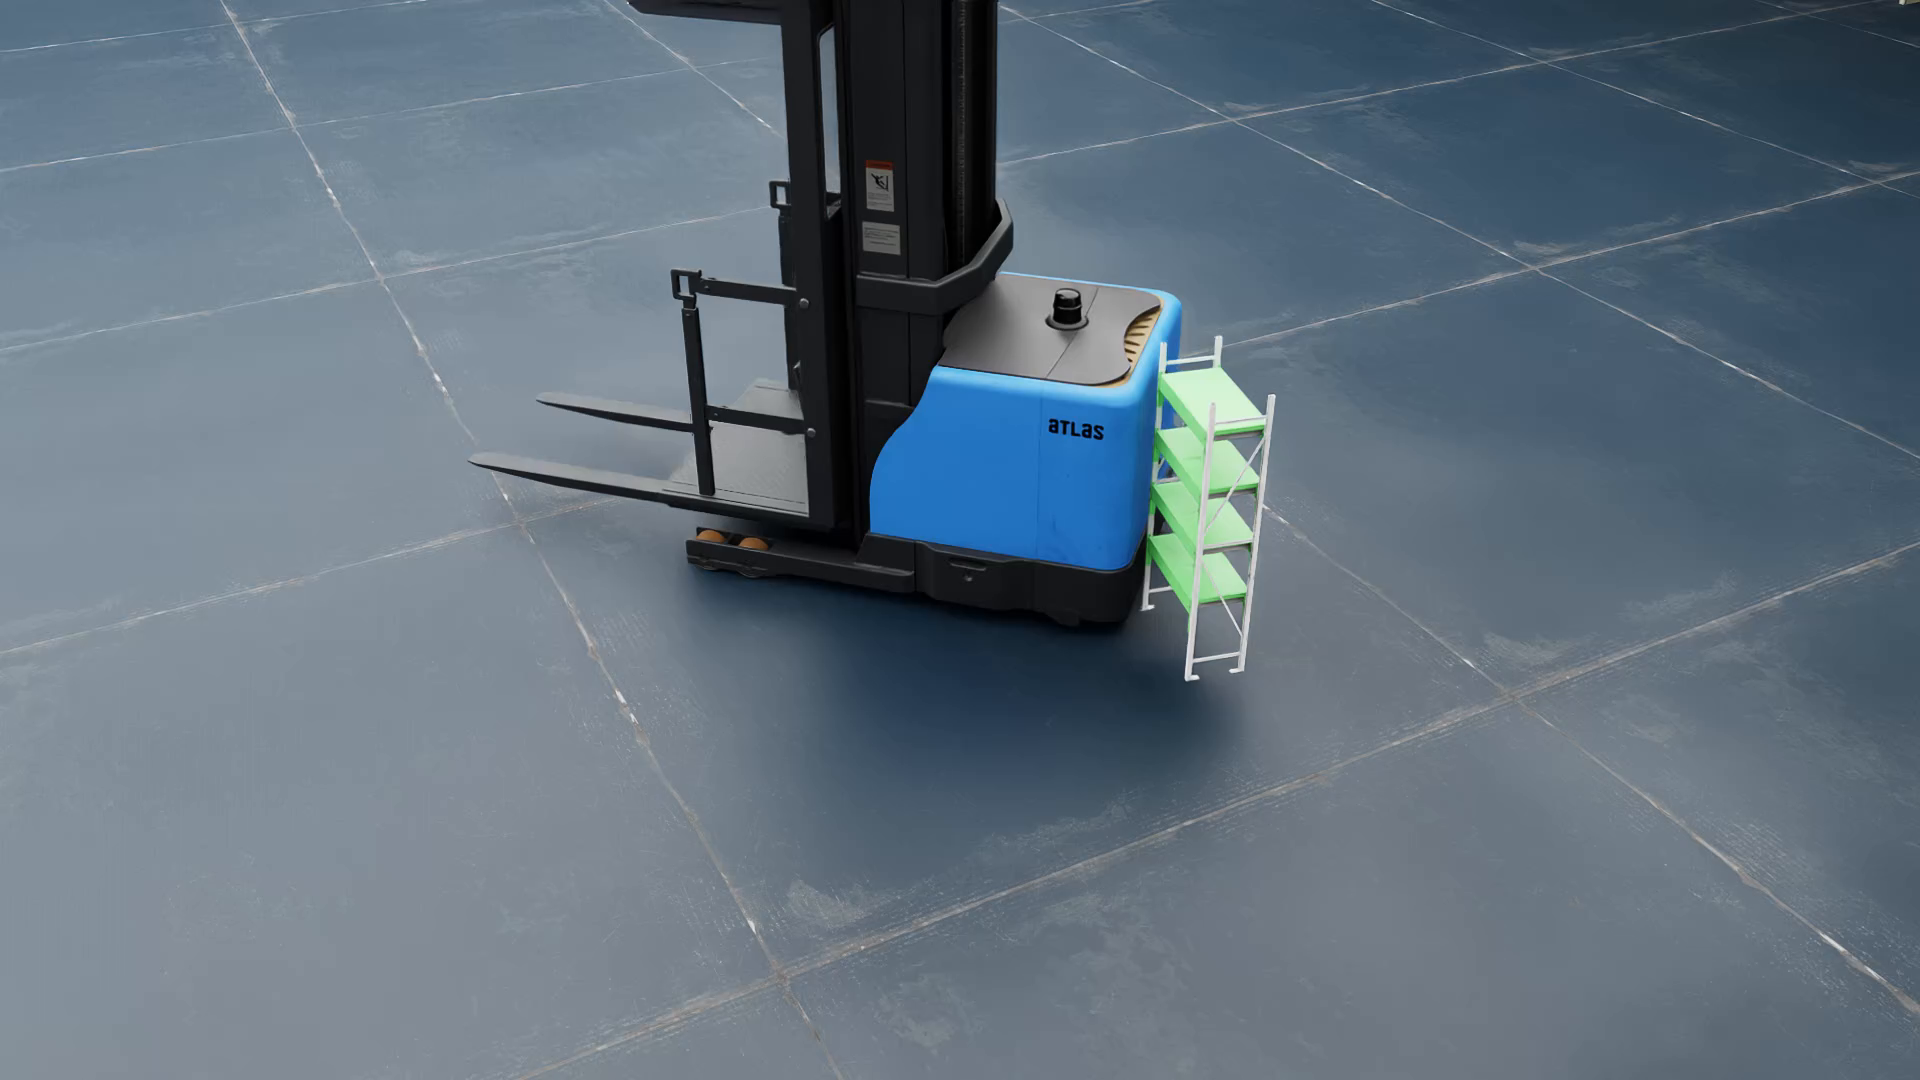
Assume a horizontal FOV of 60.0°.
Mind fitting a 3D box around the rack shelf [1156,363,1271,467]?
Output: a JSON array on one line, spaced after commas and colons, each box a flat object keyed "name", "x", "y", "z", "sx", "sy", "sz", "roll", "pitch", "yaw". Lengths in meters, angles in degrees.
[{"name": "rack shelf", "x": 0.923, "y": -0.462, "z": 6.087, "sx": 0.258, "sy": 0.148, "sz": 0.480, "roll": -8, "pitch": 33, "yaw": -12}]

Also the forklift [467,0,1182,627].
[{"name": "forklift", "x": -0.648, "y": -1.337, "z": 6.620, "sx": 3.031, "sy": 2.935, "sz": 1.130, "roll": 9, "pitch": 34, "yaw": 14}]

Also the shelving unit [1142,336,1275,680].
[{"name": "shelving unit", "x": 0.923, "y": -0.112, "z": 6.312, "sx": 0.258, "sy": 1.200, "sz": 0.503, "roll": -8, "pitch": 33, "yaw": -12}]

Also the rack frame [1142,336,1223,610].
[{"name": "rack frame", "x": 0.862, "y": -0.239, "z": 6.511, "sx": 0.240, "sy": 1.200, "sz": 0.015, "roll": -8, "pitch": 33, "yaw": -12}]

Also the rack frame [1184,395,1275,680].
[{"name": "rack frame", "x": 0.984, "y": 0.016, "z": 6.113, "sx": 0.240, "sy": 1.200, "sz": 0.015, "roll": -8, "pitch": 33, "yaw": -12}]

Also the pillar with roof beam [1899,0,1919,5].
[{"name": "pillar with roof beam", "x": 4.510, "y": -7.531, "z": 10.664, "sx": 9.100, "sy": 9.000, "sz": 0.400, "roll": -16, "pitch": 36, "yaw": -23}]

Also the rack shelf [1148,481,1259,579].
[{"name": "rack shelf", "x": 0.923, "y": -0.058, "z": 6.346, "sx": 0.258, "sy": 0.148, "sz": 0.480, "roll": -8, "pitch": 33, "yaw": -12}]

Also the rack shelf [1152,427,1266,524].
[{"name": "rack shelf", "x": 0.923, "y": -0.260, "z": 6.217, "sx": 0.258, "sy": 0.148, "sz": 0.480, "roll": -8, "pitch": 33, "yaw": -12}]

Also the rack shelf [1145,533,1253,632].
[{"name": "rack shelf", "x": 0.923, "y": 0.144, "z": 6.476, "sx": 0.258, "sy": 0.148, "sz": 0.480, "roll": -8, "pitch": 33, "yaw": -12}]
